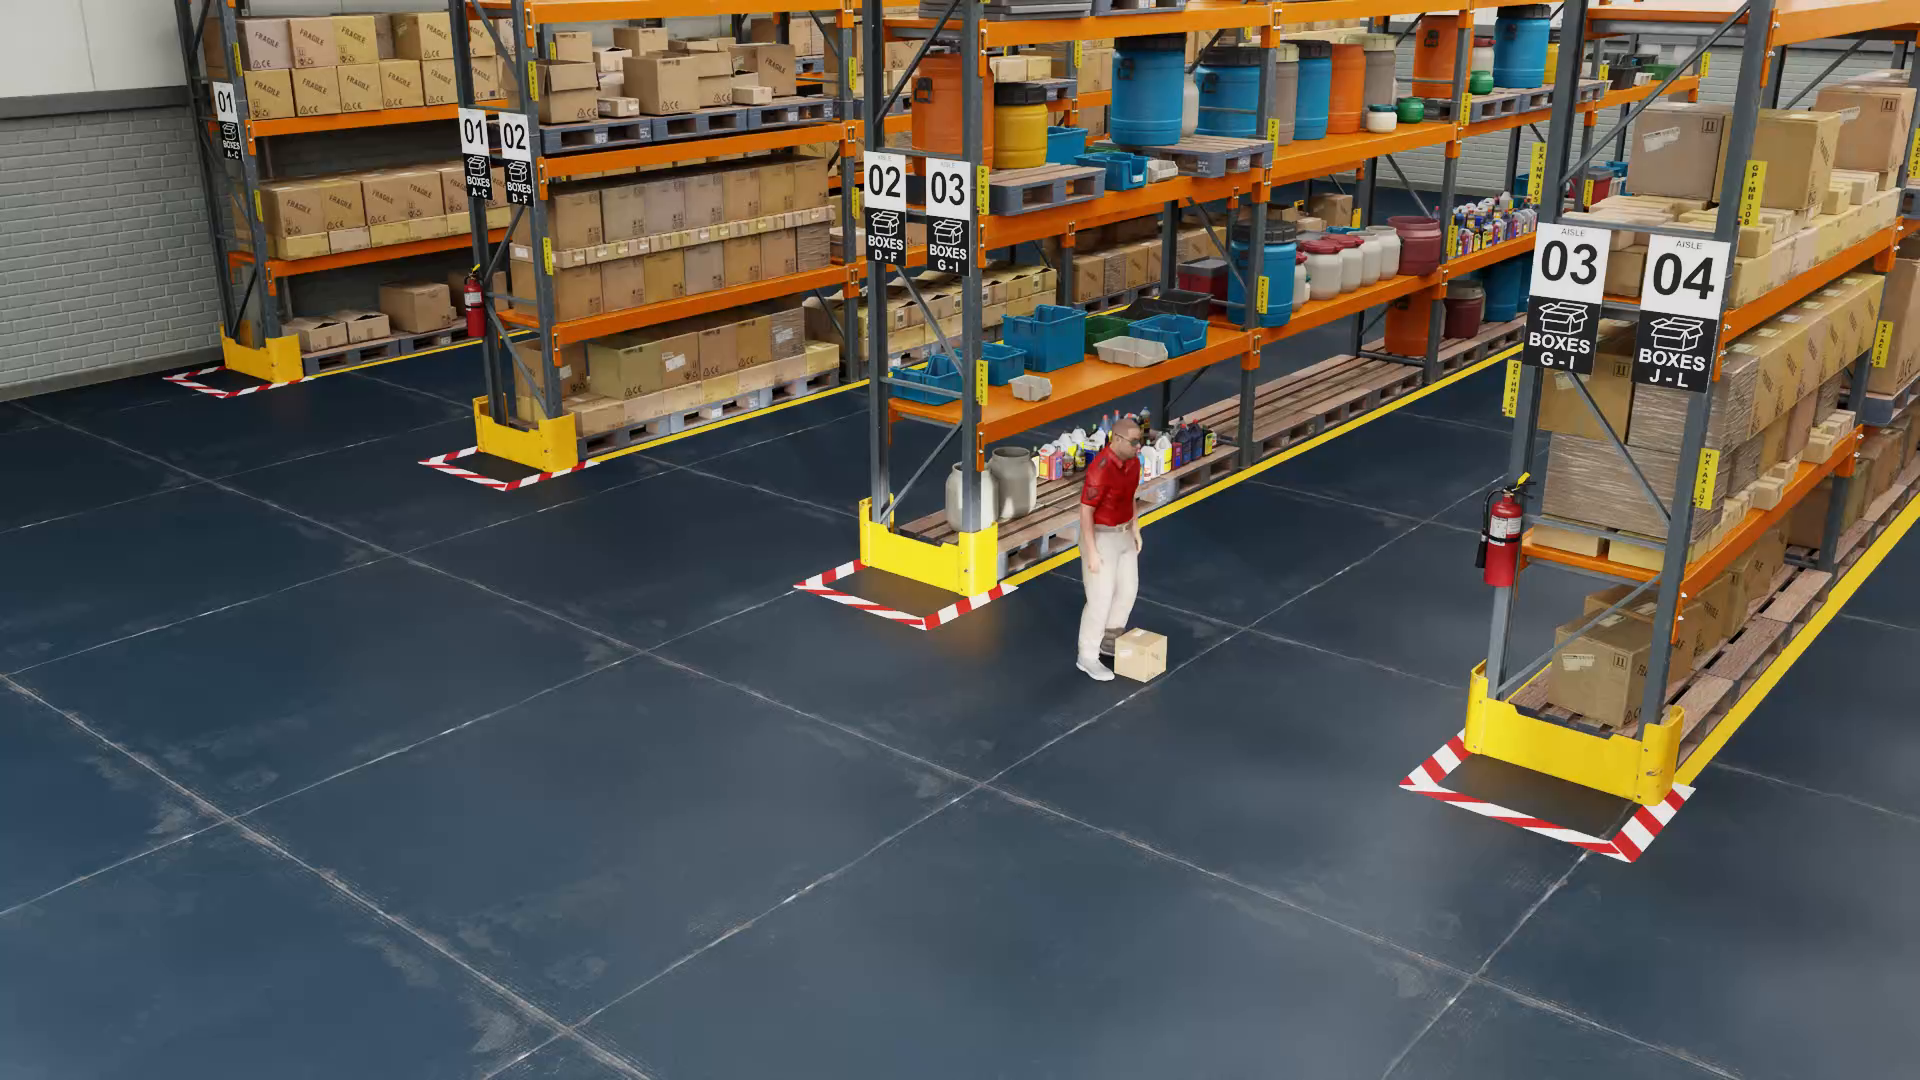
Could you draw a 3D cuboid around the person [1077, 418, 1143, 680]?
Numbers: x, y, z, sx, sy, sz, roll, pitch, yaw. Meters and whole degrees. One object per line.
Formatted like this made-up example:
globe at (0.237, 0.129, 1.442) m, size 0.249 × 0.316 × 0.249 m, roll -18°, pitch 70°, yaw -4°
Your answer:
person at (1.010, 0.022, 11.035) m, size 0.389 × 1.726 × 0.587 m, roll 15°, pitch 25°, yaw 36°
